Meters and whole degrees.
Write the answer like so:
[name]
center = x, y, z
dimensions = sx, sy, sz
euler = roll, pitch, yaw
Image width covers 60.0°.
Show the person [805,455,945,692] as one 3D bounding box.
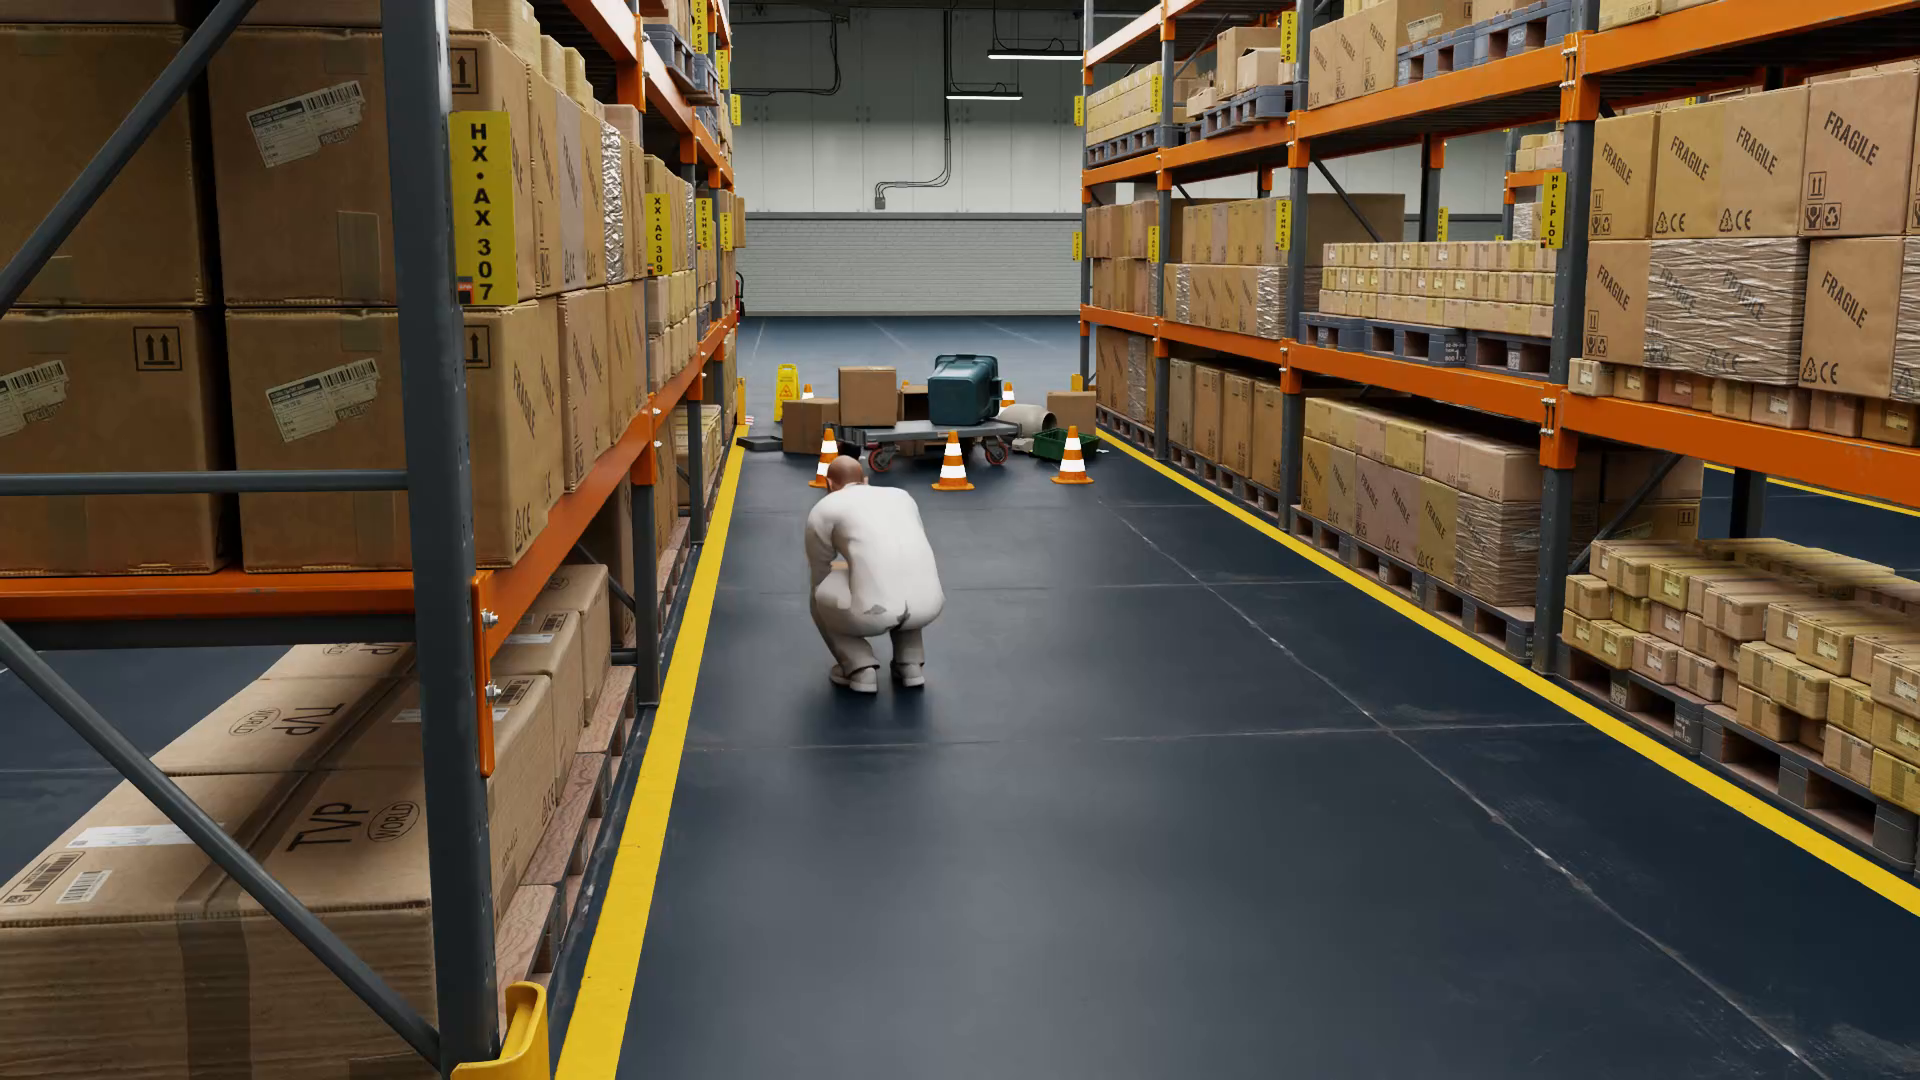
[person]
center = -0.395, 0.134, 7.497
dimensions = 0.596, 0.990, 0.907
euler = -4, 10, -20
